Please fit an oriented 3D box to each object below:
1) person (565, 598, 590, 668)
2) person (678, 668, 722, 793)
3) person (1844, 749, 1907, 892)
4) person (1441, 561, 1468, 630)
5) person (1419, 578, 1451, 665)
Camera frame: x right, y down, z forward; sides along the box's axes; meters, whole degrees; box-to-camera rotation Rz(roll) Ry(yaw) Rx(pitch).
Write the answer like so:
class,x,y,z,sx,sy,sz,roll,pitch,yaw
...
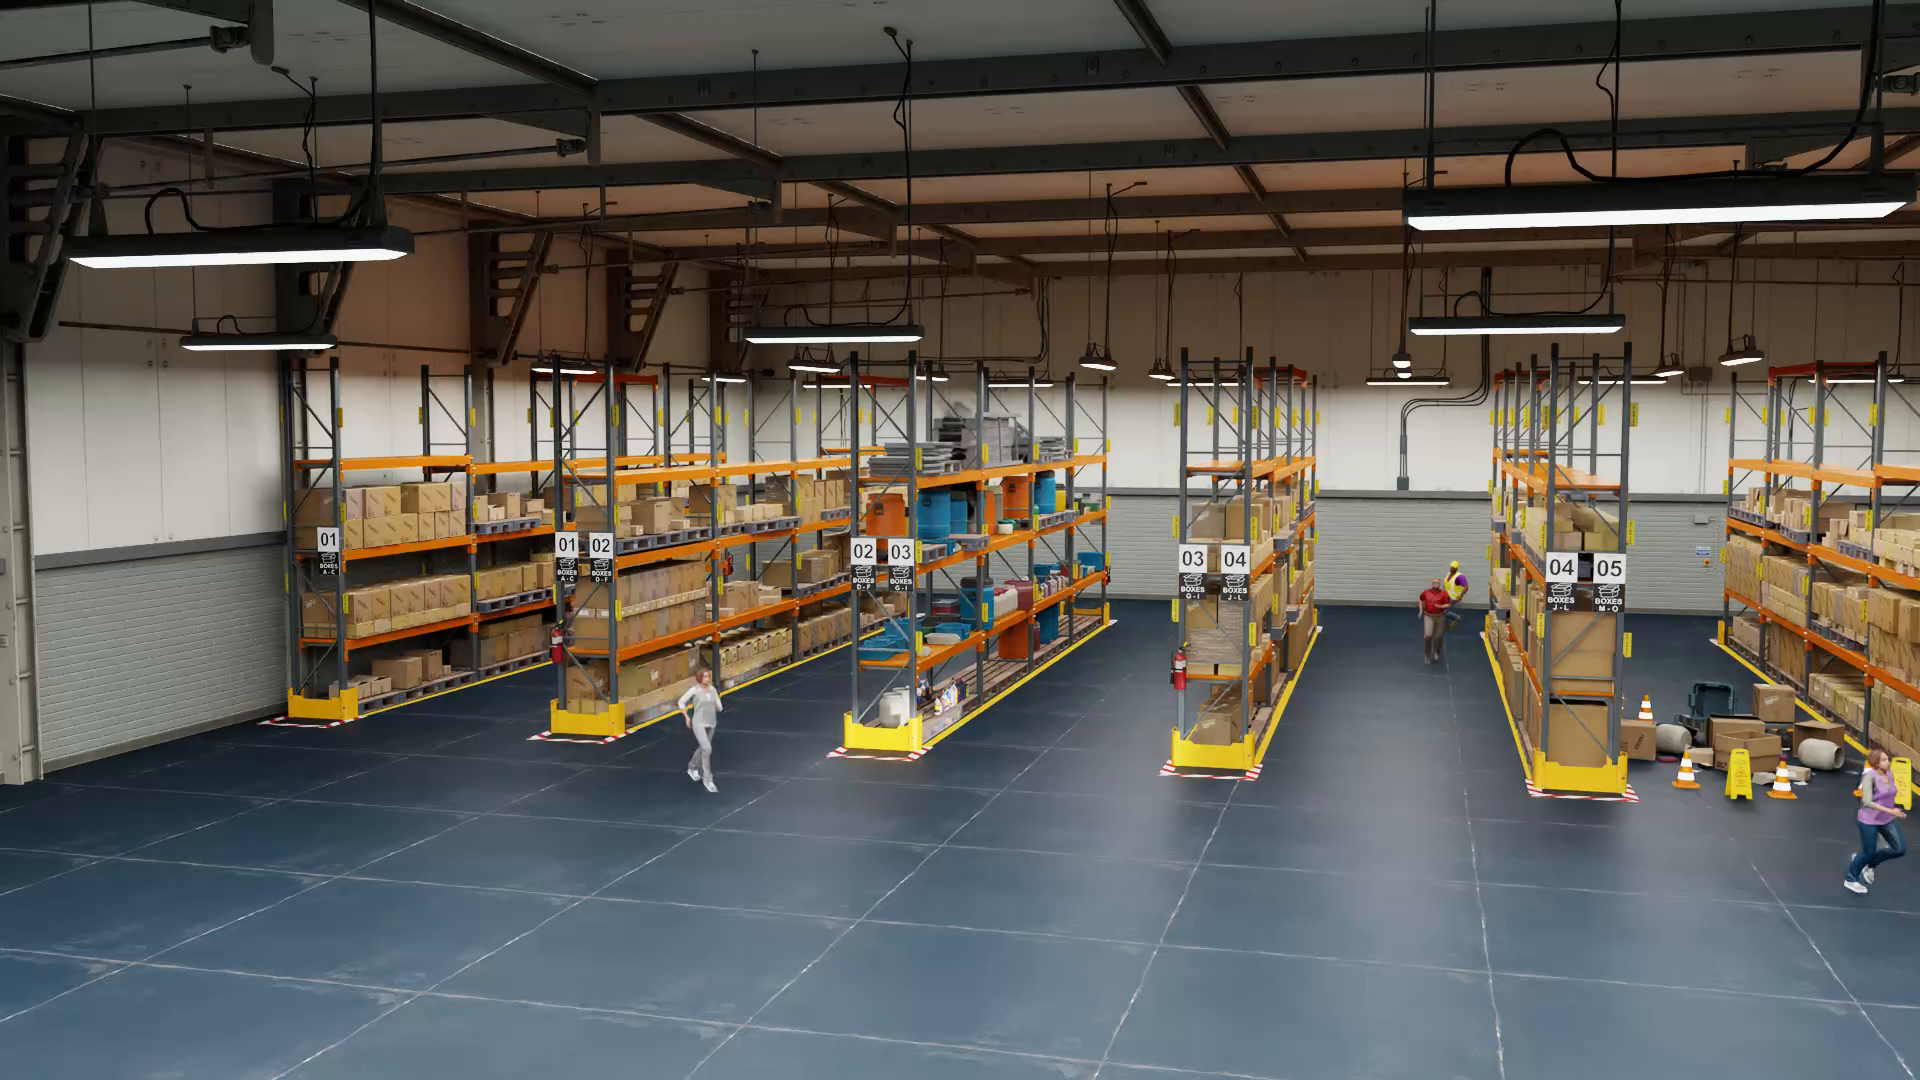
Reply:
class,x,y,z,sx,sy,sz,roll,pitch,yaw
person,-6.791,1.943,29.436,0.677,1.835,0.909,1,4,9
person,-3.478,2.545,22.458,0.759,1.626,0.517,4,6,43
person,9.610,2.947,17.370,0.560,1.553,0.687,-2,5,-22
person,11.560,1.319,38.976,0.552,1.667,0.775,-1,4,-18
person,9.671,1.666,33.894,0.633,1.796,0.776,1,4,15
